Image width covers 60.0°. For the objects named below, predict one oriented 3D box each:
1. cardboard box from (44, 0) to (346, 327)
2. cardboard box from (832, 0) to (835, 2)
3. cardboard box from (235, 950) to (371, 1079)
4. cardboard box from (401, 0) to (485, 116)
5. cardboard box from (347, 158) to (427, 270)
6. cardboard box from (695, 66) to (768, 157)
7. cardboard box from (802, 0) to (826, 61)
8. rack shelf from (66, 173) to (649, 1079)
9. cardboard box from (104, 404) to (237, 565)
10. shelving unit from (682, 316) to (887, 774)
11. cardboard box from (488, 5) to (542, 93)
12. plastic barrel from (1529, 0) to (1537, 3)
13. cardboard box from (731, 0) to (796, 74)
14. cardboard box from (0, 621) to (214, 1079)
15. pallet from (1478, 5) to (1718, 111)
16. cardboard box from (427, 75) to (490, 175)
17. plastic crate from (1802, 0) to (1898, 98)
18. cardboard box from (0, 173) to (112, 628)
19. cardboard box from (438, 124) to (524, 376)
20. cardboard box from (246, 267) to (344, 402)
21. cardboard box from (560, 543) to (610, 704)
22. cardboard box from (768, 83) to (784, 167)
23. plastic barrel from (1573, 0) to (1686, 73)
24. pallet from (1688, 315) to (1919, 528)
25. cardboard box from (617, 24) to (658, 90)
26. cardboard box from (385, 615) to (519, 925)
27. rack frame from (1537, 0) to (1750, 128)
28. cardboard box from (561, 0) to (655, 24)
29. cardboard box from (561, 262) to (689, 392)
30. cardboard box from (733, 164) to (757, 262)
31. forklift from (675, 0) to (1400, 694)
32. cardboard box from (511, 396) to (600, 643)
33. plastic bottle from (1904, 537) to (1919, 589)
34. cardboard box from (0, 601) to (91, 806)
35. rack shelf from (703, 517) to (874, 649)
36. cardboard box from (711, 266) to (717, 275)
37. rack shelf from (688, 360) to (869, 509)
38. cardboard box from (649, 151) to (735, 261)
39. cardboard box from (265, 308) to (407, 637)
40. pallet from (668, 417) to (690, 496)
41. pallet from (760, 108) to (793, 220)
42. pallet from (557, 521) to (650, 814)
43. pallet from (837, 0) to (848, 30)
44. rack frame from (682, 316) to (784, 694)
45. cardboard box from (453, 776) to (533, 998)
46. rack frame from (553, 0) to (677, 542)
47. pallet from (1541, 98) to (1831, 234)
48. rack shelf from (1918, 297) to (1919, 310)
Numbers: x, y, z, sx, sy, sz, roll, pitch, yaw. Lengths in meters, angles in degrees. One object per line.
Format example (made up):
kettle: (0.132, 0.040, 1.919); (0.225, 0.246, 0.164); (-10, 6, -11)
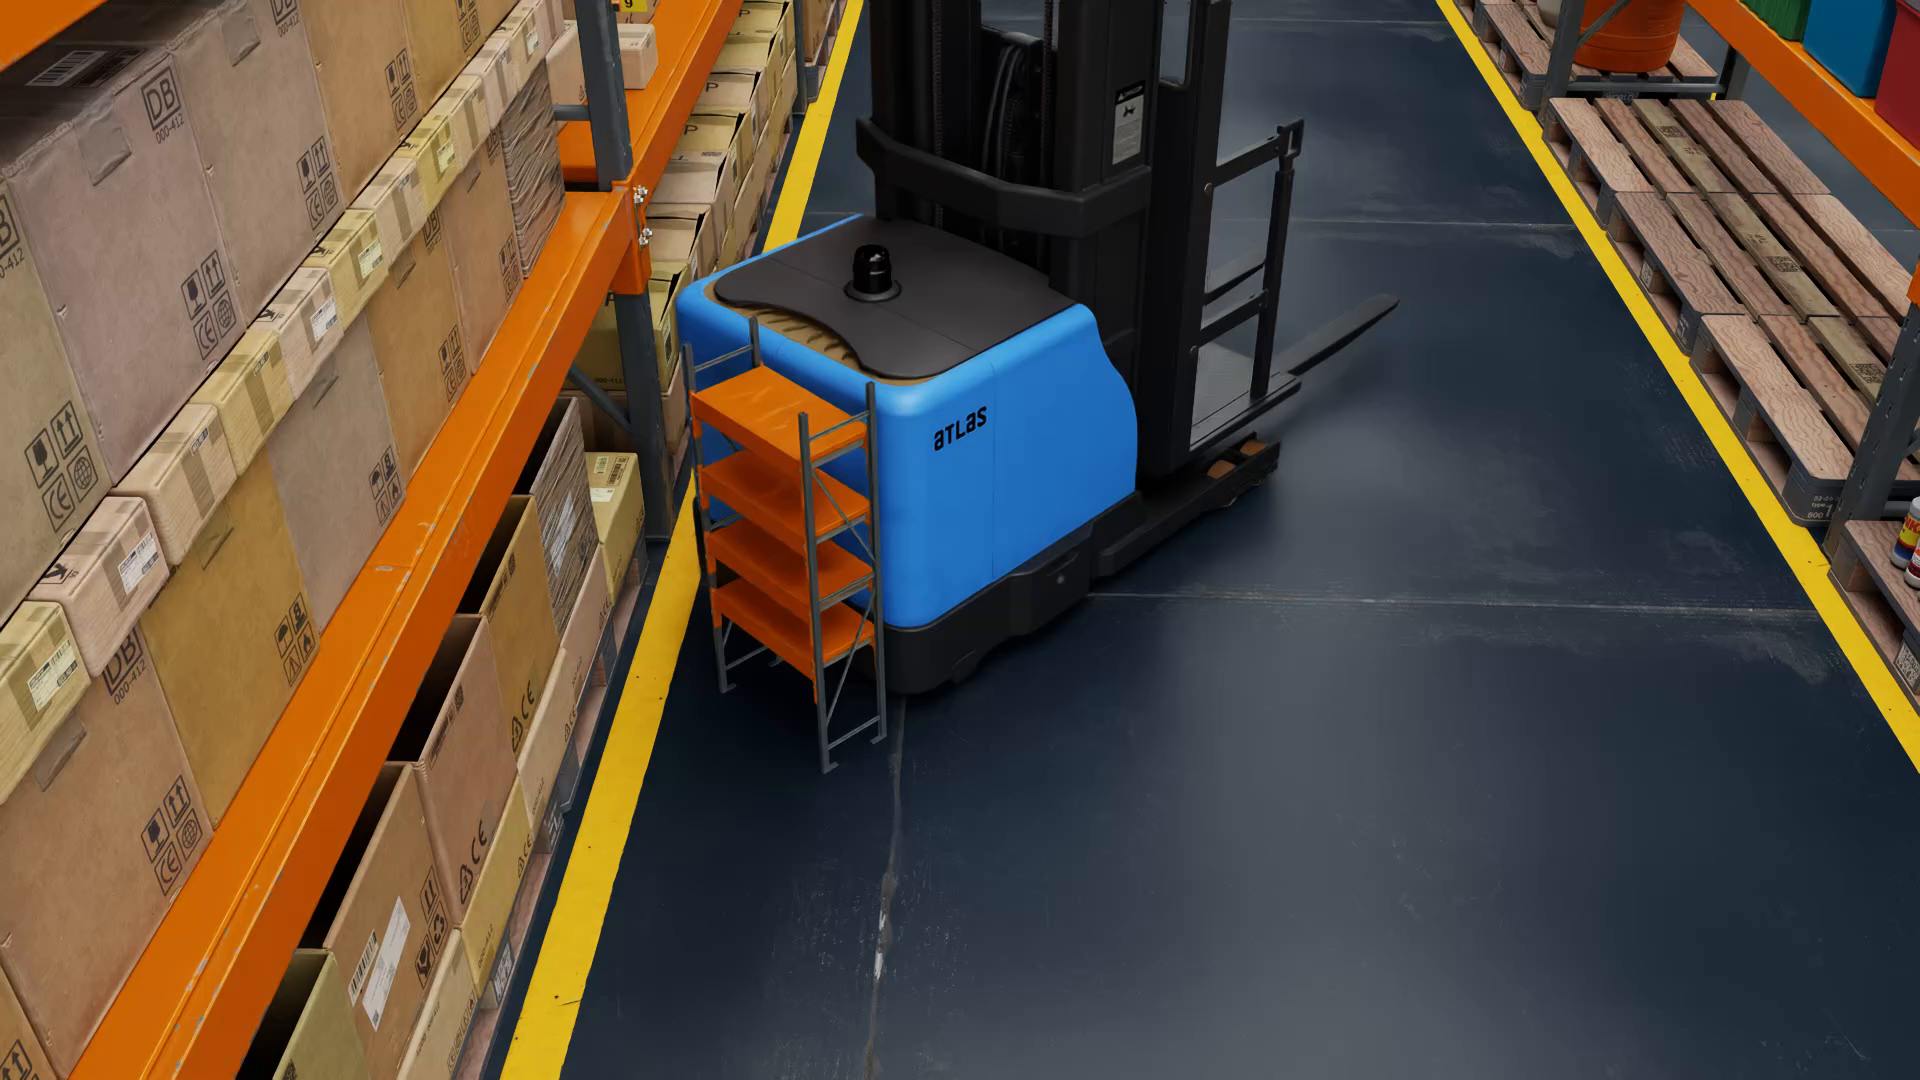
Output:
cardboard box: (-1.570, -0.720, 2.951); (0.700, 0.500, 0.500); (1, 35, 2)
cardboard box: (-0.993, -3.568, 10.009); (0.500, 0.500, 0.500); (1, 35, 1)
cardboard box: (-1.396, 1.086, 2.970); (0.500, 0.500, 0.500); (1, 35, 2)
cardboard box: (-1.528, -1.295, 3.768); (0.700, 0.500, 0.500); (1, 35, 2)
cardboard box: (-1.347, -0.684, 3.464); (0.380, 0.149, 0.250); (2, 35, 3)
cardboard box: (-1.149, -1.948, 7.451); (0.500, 0.311, 0.500); (1, 35, 2)
cardboard box: (-1.033, -2.979, 9.171); (0.500, 0.500, 0.500); (3, 35, 4)
rack shelf: (-1.578, 0.175, 3.518); (1.077, 0.370, 4.000); (1, 35, 2)
cardboard box: (-1.388, -0.090, 2.619); (0.380, 0.149, 0.250); (0, 35, 0)
shelving unit: (-0.476, 0.032, 4.661); (0.258, 1.200, 0.503); (-28, 44, -34)
cardboard box: (-1.307, -1.272, 4.300); (0.380, 0.149, 0.250); (1, 35, 1)
plastic barrel: (3.660, -3.566, 9.947); (0.600, 0.588, 0.708); (1, 35, 2)
cardboard box: (-1.112, -2.536, 8.289); (0.500, 0.311, 0.500); (2, 35, 3)
cardboard box: (-1.611, 0.419, 2.458); (0.700, 0.500, 0.500); (2, 35, 3)
pallet: (3.602, -2.763, 9.498); (1.003, 0.211, 1.213); (1, 35, 2)
cardboard box: (-1.324, -0.970, 3.871); (0.380, 0.149, 0.250); (1, 35, 2)
plastic crate: (3.185, -1.786, 5.697); (0.392, 0.384, 0.575); (1, 35, 2)
cardboard box: (-1.609, -0.143, 2.129); (0.700, 0.500, 0.500); (0, 35, 1)
cardboard box: (-1.524, -0.751, 4.123); (0.700, 0.500, 0.500); (1, 35, 1)
cardboard box: (-1.365, -0.380, 3.031); (0.380, 0.149, 0.250); (2, 35, 2)
cardboard box: (-1.328, 0.243, 4.821); (0.500, 0.250, 0.500); (1, 35, 2)
cardboard box: (-1.132, -2.009, 8.026); (0.500, 0.250, 0.500); (1, 35, 1)
plastic barrel: (3.615, -3.015, 8.954); (0.600, 0.830, 0.708); (1, 35, 2)
pallet: (3.444, -0.463, 6.225); (1.003, 0.211, 1.213); (1, 35, 2)
cardboard box: (-1.258, -1.670, 5.736); (0.380, 0.149, 0.250); (1, 35, 2)
cardboard box: (-1.352, 0.511, 3.788); (0.500, 0.500, 0.500); (1, 35, 2)
rack frame: (3.612, -3.450, 8.050); (1.000, 3.000, 0.127); (1, 35, 2)
cardboard box: (-1.429, -2.053, 5.975); (0.500, 0.500, 0.500); (4, 35, 5)
cardboard box: (-1.232, -0.776, 5.784); (0.500, 0.311, 0.500); (1, 35, 2)
cardboard box: (-1.173, -1.425, 7.195); (0.500, 0.250, 0.500); (2, 35, 3)
forklift: (0.509, -1.495, 5.329); (1.130, 2.935, 3.031); (28, 44, 34)
cardboard box: (-1.330, -0.064, 4.606); (0.500, 0.500, 0.500); (1, 35, 2)
plastic bottle: (2.997, 0.044, 5.129); (0.097, 0.201, 0.097); (0, 35, 0)
cardboard box: (-1.408, 0.208, 2.194); (0.380, 0.149, 0.250); (1, 35, 2)
rack shelf: (-0.476, 0.087, 4.700); (0.258, 0.148, 0.480); (-28, 44, -34)
cardboard box: (-1.212, -0.835, 6.356); (0.500, 0.250, 0.500); (2, 35, 3)
rack shelf: (-0.476, -0.290, 4.435); (0.258, 0.148, 0.480); (-28, 44, -34)
cardboard box: (-1.187, -1.361, 6.617); (0.500, 0.311, 0.500); (0, 35, 0)
cardboard box: (-1.567, -0.169, 3.294); (0.700, 0.500, 0.500); (2, 35, 3)
pallet: (-1.507, -0.552, 6.352); (1.003, 0.211, 1.213); (1, 35, 2)
pallet: (-1.409, -1.954, 8.346); (1.003, 0.211, 1.213); (1, 35, 2)
pallet: (-1.572, 0.328, 5.099); (1.003, 0.211, 1.213); (1, 35, 2)
pallet: (-1.218, -3.553, 10.622); (1.003, 0.211, 1.213); (1, 35, 2)
rack frame: (-0.643, -0.070, 4.807); (0.240, 1.200, 0.015); (-28, 44, -34)
cardboard box: (-1.353, 0.818, 4.003); (0.500, 0.250, 0.500); (1, 35, 2)
rack frame: (-1.498, -1.268, 4.946); (1.000, 3.000, 0.127); (1, 35, 2)
pallet: (3.542, -1.865, 8.220); (1.003, 0.211, 1.213); (1, 35, 2)
rack shelf: (3.371, 0.291, 3.352); (1.077, 0.370, 4.000); (1, 35, 2)
